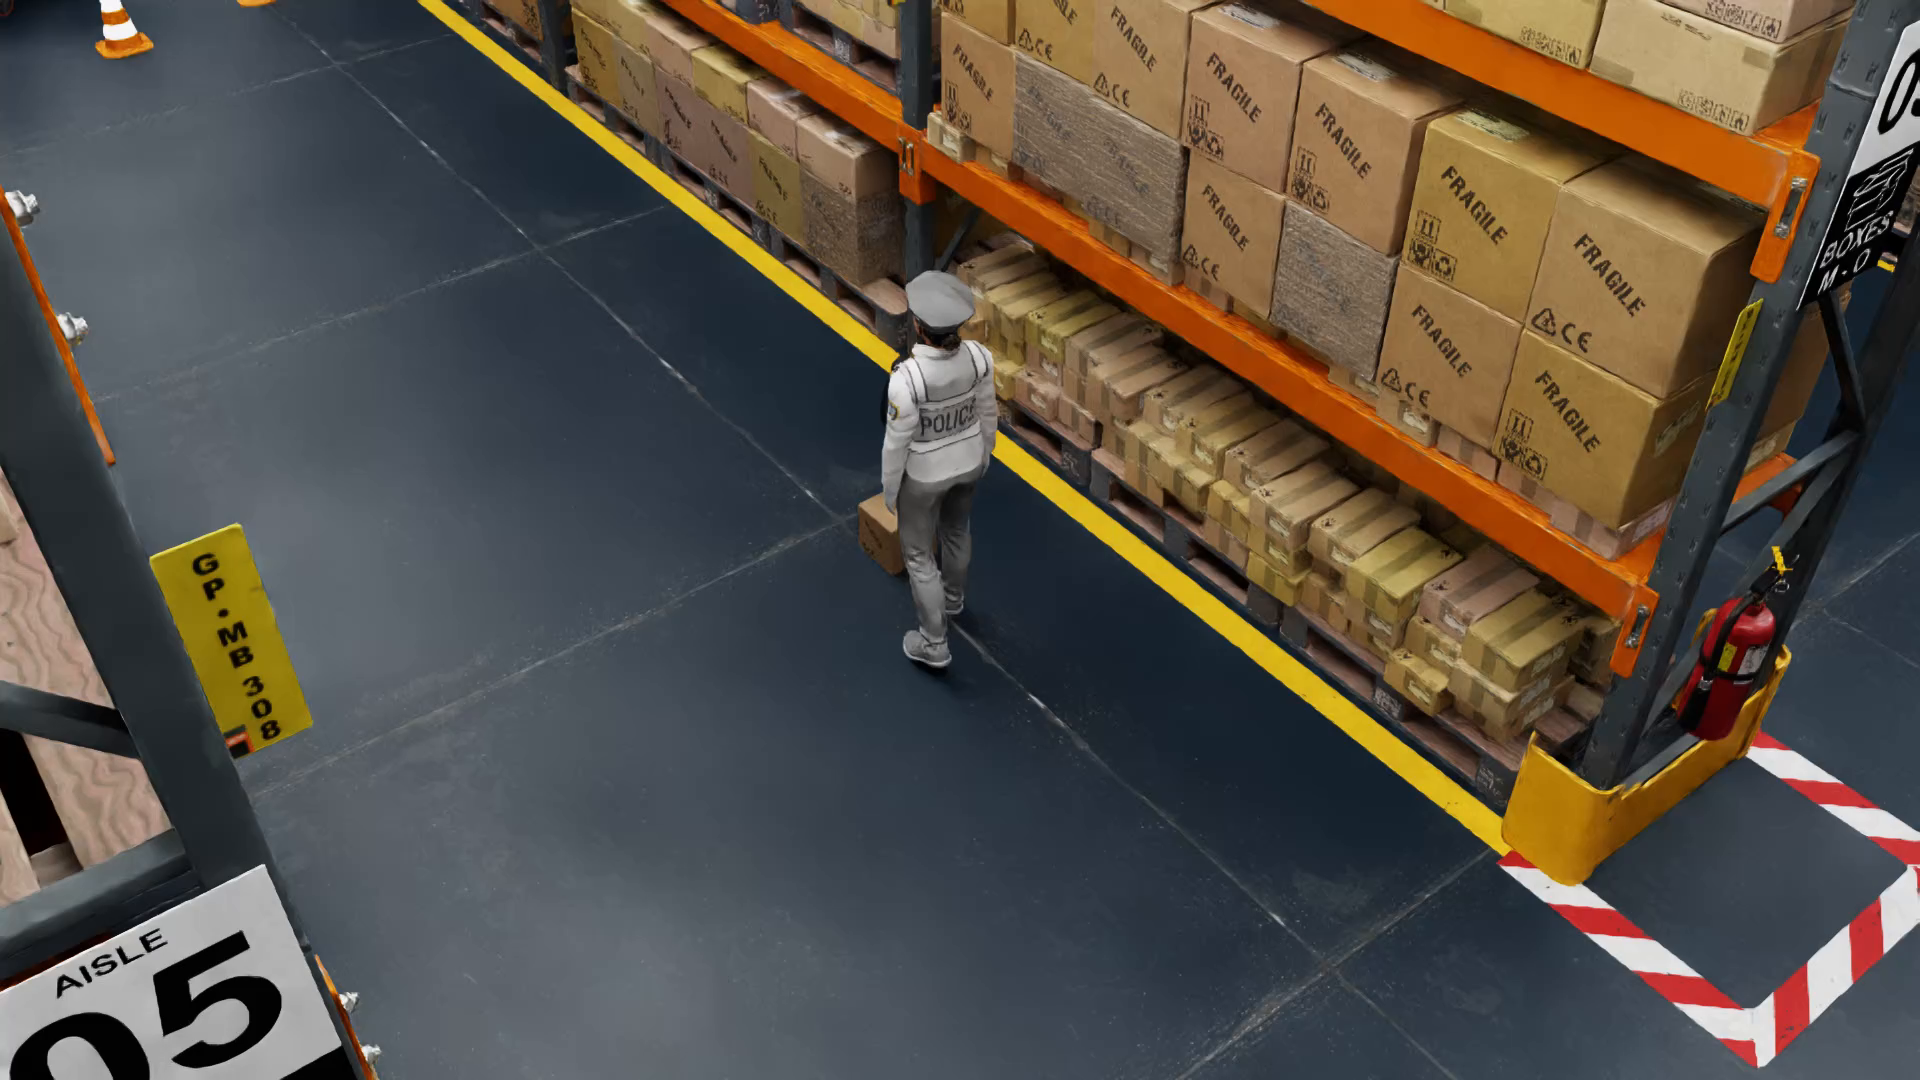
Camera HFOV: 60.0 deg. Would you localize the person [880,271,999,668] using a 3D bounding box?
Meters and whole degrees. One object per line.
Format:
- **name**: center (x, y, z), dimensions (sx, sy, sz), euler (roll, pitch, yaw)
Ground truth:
- **person**: center (-0.084, -0.285, 6.462), dimensions (0.503, 1.693, 0.580), euler (-20, 45, -22)
